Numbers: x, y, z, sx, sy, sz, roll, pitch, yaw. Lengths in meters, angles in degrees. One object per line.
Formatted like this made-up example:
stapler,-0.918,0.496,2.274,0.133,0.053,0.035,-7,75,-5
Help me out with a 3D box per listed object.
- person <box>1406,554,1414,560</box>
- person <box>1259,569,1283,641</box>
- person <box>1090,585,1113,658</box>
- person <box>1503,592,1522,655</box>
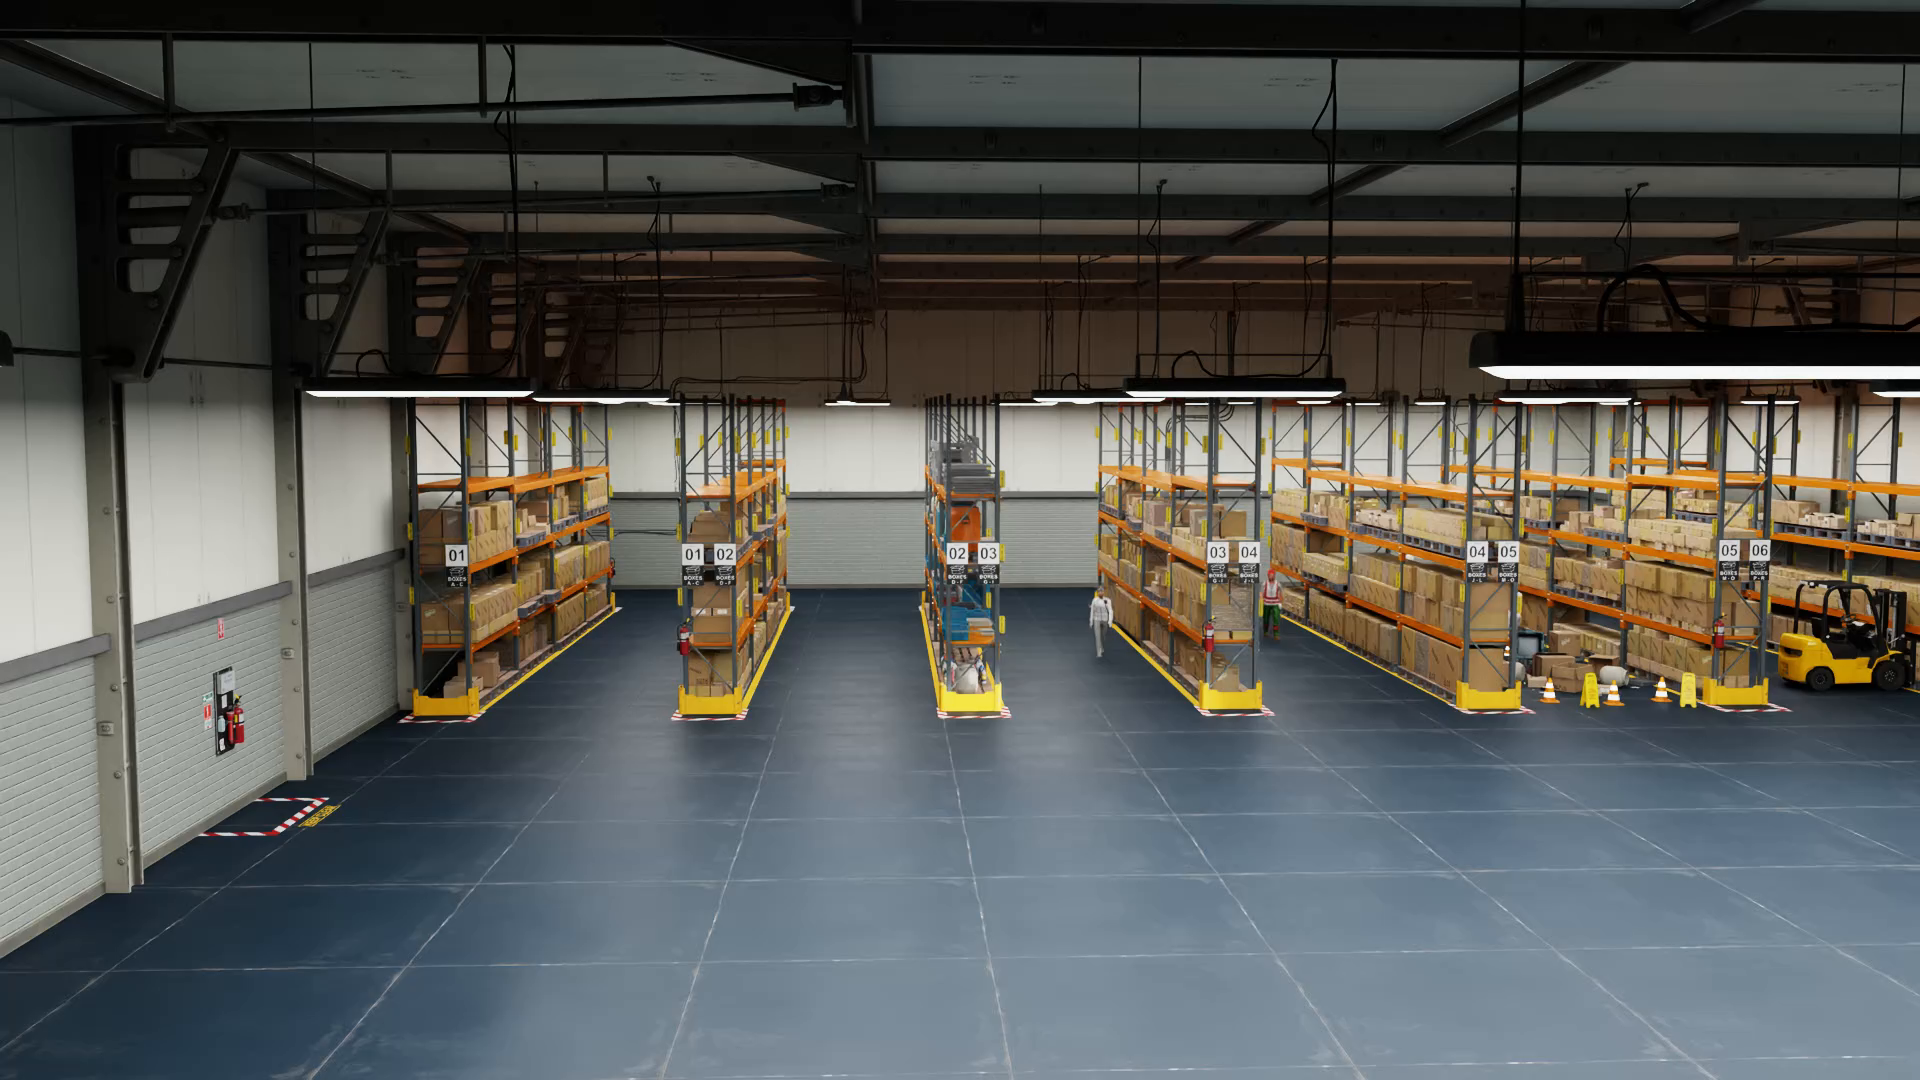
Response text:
person,12.255,1.259,45.290,0.571,1.774,0.453,-4,6,-44
person,7.684,1.590,41.081,0.636,1.726,1.067,0,5,0
person,3.279,1.858,38.380,0.509,1.618,1.018,0,5,-2
person,12.735,1.800,38.374,0.609,1.786,0.463,-3,5,-32
